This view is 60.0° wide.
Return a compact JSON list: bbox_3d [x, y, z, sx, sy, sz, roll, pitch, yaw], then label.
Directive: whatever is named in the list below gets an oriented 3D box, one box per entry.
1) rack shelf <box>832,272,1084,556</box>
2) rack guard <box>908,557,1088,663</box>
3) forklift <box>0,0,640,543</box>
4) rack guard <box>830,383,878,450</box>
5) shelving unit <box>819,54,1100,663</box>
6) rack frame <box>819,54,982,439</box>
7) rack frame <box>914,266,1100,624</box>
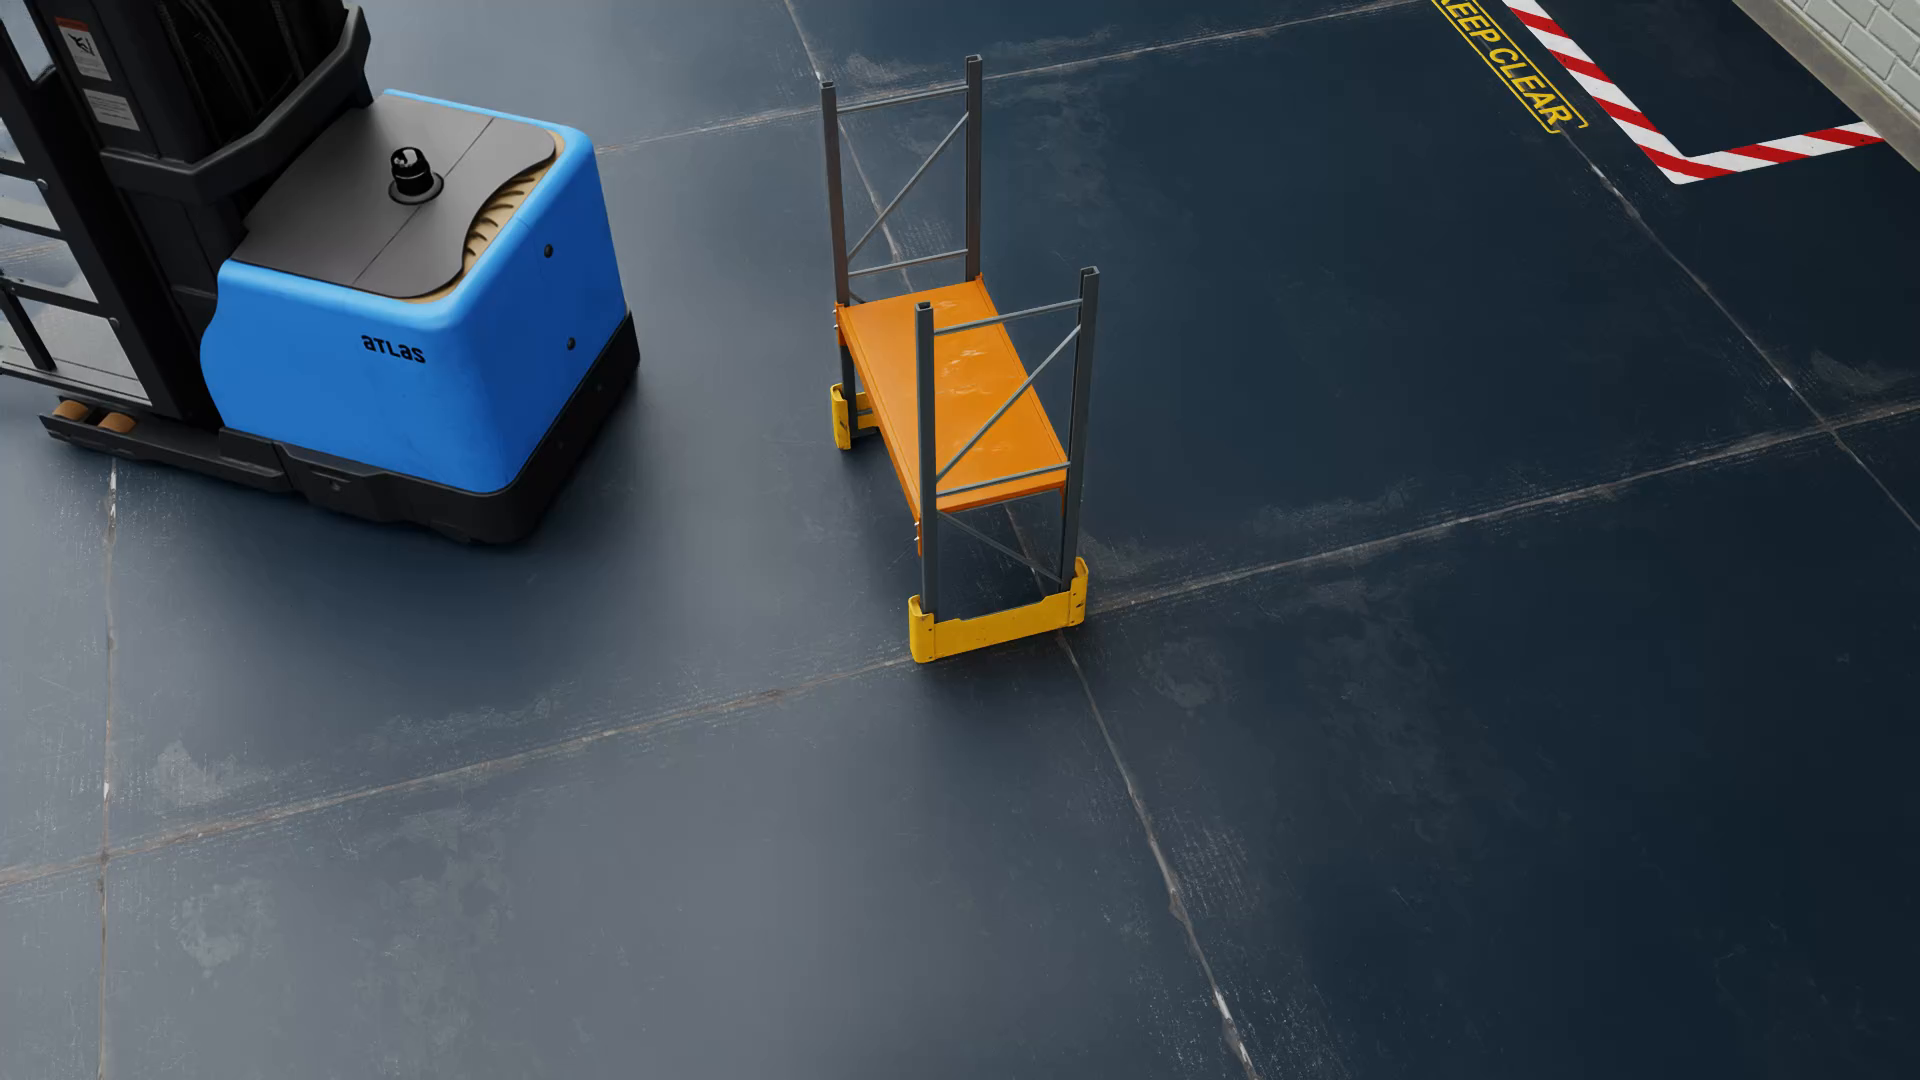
[{"bbox_3d":[-0.025,-0.430,5.367,0.538,0.185,1.000,-13,51,-11],"label":"rack shelf"},{"bbox_3d":[0.125,0.227,5.395,0.587,0.250,0.087,-13,51,-11],"label":"rack guard"},{"bbox_3d":[-2.772,-1.610,5.190,3.031,2.935,1.130,14,51,12],"label":"forklift"},{"bbox_3d":[-0.170,-0.500,6.008,0.587,0.250,0.087,-13,51,-11],"label":"rack guard"},{"bbox_3d":[-0.023,-0.539,5.224,0.587,1.500,1.083,-13,51,-11],"label":"shelving unit"},{"bbox_3d":[-0.176,-0.917,5.542,0.500,1.500,0.032,-13,51,-11],"label":"rack frame"},{"bbox_3d":[0.125,-0.174,4.916,0.500,1.500,0.032,-13,51,-11],"label":"rack frame"}]
